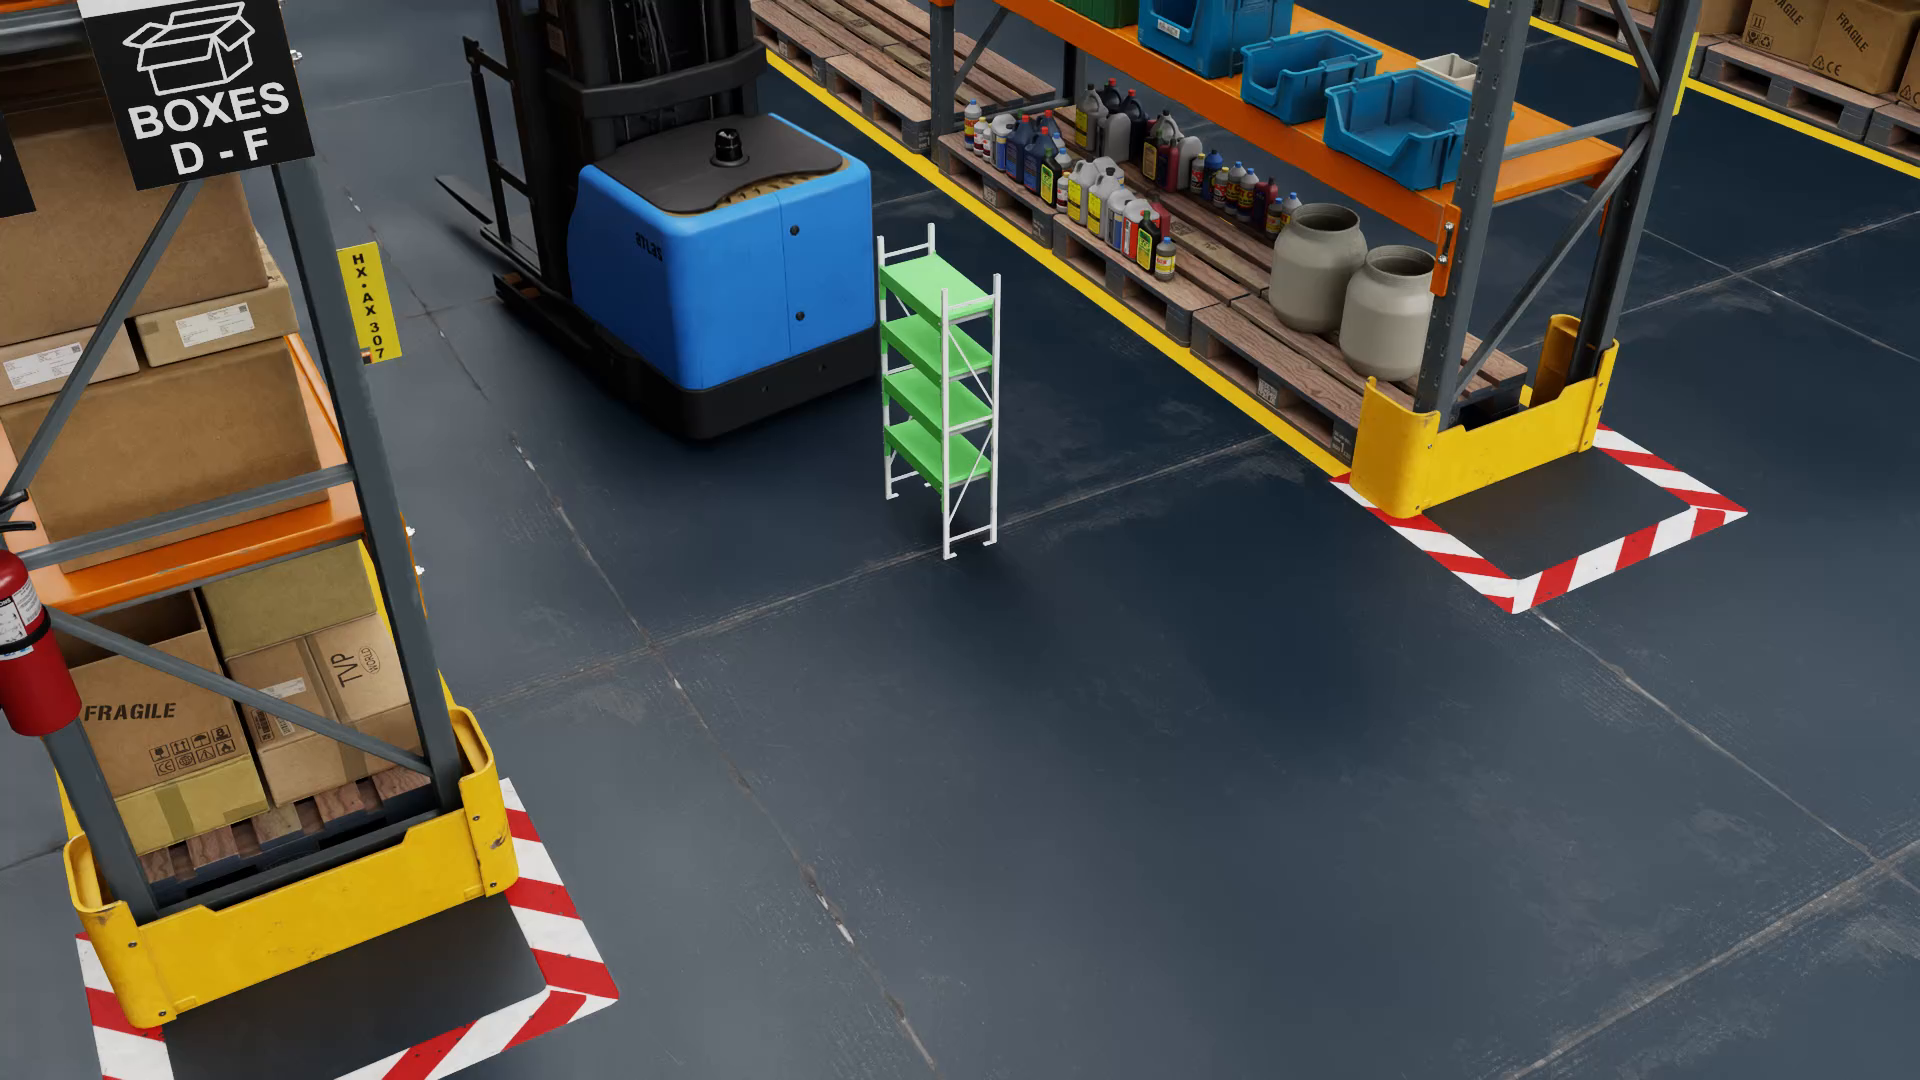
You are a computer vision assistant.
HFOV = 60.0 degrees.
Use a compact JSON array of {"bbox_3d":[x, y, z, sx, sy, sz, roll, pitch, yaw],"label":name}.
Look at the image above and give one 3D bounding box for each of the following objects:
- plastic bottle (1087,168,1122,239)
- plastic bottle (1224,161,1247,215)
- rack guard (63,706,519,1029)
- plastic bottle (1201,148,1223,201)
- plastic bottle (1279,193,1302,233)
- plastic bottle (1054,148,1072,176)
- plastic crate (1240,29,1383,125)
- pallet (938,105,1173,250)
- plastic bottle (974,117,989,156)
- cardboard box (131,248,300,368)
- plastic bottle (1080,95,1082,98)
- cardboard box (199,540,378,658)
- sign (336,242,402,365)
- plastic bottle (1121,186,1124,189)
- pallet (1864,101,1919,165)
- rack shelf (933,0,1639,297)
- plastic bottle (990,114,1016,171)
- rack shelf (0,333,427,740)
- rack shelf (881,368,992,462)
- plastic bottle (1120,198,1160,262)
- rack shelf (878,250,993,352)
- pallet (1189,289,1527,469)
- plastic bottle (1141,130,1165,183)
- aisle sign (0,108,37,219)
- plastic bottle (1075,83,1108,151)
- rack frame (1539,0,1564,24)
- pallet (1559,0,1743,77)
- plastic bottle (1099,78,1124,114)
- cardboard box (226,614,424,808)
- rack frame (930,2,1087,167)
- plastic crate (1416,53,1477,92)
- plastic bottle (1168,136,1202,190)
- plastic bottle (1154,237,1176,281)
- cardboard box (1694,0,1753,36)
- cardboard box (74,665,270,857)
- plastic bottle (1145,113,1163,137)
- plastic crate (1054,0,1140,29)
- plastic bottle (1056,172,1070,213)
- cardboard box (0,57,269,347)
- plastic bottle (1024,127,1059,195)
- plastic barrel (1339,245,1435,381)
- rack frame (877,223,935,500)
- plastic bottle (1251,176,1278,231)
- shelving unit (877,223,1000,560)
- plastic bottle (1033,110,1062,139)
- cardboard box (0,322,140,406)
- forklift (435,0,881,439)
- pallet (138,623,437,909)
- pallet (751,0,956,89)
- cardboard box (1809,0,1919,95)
[{"bbox_3d":[0.741,-1.726,8.443,0.144,0.351,0.185,-17,40,-22],"label":"plastic bottle"},{"bbox_3d":[1.438,-1.840,8.666,0.097,0.271,0.097,0,36,0],"label":"plastic bottle"},{"bbox_3d":[-1.970,0.967,5.003,1.175,0.500,0.348,-19,40,-24],"label":"rack guard"},{"bbox_3d":[1.336,-1.943,8.807,0.097,0.271,0.097,0,36,0],"label":"plastic bottle"},{"bbox_3d":[1.661,-1.614,8.357,0.097,0.271,0.097,0,36,0],"label":"plastic bottle"},{"bbox_3d":[0.540,-1.942,8.806,0.097,0.271,0.097,0,36,0],"label":"plastic bottle"},{"bbox_3d":[1.471,-1.960,7.017,0.499,0.251,0.408,-19,40,-24],"label":"plastic crate"},{"bbox_3d":[0.594,-2.080,9.419,1.003,0.211,1.213,-19,40,-24],"label":"pallet"},{"bbox_3d":[0.125,-2.264,9.306,0.097,0.201,0.097,0,36,0],"label":"plastic bottle"},{"bbox_3d":[-1.993,-0.621,4.423,0.380,0.149,0.250,-19,40,-24],"label":"cardboard box"},{"bbox_3d":[0.744,-2.516,9.651,0.097,0.201,0.097,0,36,0],"label":"plastic bottle"},{"bbox_3d":[-2.312,-0.011,5.561,0.500,0.500,0.500,-19,40,-24],"label":"cardboard box"},{"bbox_3d":[-1.500,-0.598,4.225,0.100,0.325,0.005,-19,40,-24],"label":"sign"},{"bbox_3d":[0.824,-1.724,8.567,0.097,0.201,0.097,0,36,0],"label":"plastic bottle"},{"bbox_3d":[6.169,-2.326,9.756,1.003,0.211,1.213,-19,40,-24],"label":"pallet"},{"bbox_3d":[1.297,-2.250,7.898,1.077,0.370,4.000,-19,40,-24],"label":"rack shelf"},{"bbox_3d":[0.260,-2.189,9.141,0.152,0.276,0.135,-17,40,-22],"label":"plastic bottle"},{"bbox_3d":[-2.987,-0.785,5.891,1.077,0.370,4.000,-19,40,-24],"label":"rack shelf"},{"bbox_3d":[-0.083,-0.517,6.549,0.258,0.148,0.480,-19,40,-24],"label":"rack shelf"},{"bbox_3d":[0.897,-1.542,8.254,0.152,0.276,0.135,-19,40,-24],"label":"plastic bottle"},{"bbox_3d":[-0.083,-0.905,6.266,0.258,0.148,0.480,-19,40,-24],"label":"rack shelf"},{"bbox_3d":[1.820,-0.836,7.715,1.003,0.211,1.213,-19,40,-24],"label":"pallet"},{"bbox_3d":[1.048,-2.092,9.002,0.061,0.283,0.133,-19,40,-24],"label":"plastic bottle"},{"bbox_3d":[-2.203,-0.984,3.350,0.394,0.787,0.004,-19,40,-24],"label":"aisle sign"},{"bbox_3d":[0.741,-2.383,9.342,0.144,0.351,0.185,-19,40,-24],"label":"plastic bottle"},{"bbox_3d":[4.575,-5.028,11.092,1.000,3.000,0.127,-19,40,-24],"label":"rack frame"},{"bbox_3d":[4.943,-3.570,11.460,1.003,0.211,1.213,-19,40,-24],"label":"pallet"},{"bbox_3d":[0.865,-2.426,9.401,0.144,0.351,0.185,-20,41,-25],"label":"plastic bottle"},{"bbox_3d":[-2.060,0.546,5.434,0.500,0.250,0.500,-19,40,-24],"label":"cardboard box"},{"bbox_3d":[0.293,-3.561,9.082,1.000,3.000,0.127,-19,40,-24],"label":"rack frame"},{"bbox_3d":[2.131,-1.966,7.122,0.298,0.136,0.250,-19,40,-24],"label":"plastic crate"},{"bbox_3d":[1.202,-2.049,8.948,0.152,0.276,0.135,-18,40,-23],"label":"plastic bottle"},{"bbox_3d":[1.000,-1.375,8.089,0.097,0.201,0.097,0,36,0],"label":"plastic bottle"},{"bbox_3d":[5.036,-3.683,11.013,0.500,0.500,0.500,-7,37,-9],"label":"cardboard box"},{"bbox_3d":[-2.507,0.700,5.224,0.500,0.250,0.500,-19,40,-24],"label":"cardboard box"},{"bbox_3d":[1.080,-2.230,9.190,0.061,0.283,0.133,-16,39,-21],"label":"plastic bottle"},{"bbox_3d":[0.730,-2.699,8.082,0.450,0.188,0.662,-19,40,-24],"label":"plastic crate"},{"bbox_3d":[0.556,-1.826,8.707,0.097,0.201,0.097,0,36,0],"label":"plastic bottle"},{"bbox_3d":[-2.233,-0.888,4.238,0.700,0.500,0.500,-19,40,-24],"label":"cardboard box"},{"bbox_3d":[0.434,-2.038,8.870,0.144,0.351,0.185,-21,41,-26],"label":"plastic bottle"},{"bbox_3d":[1.905,-0.999,7.328,0.421,0.512,0.421,0,36,0],"label":"plastic barrel"},{"bbox_3d":[-0.206,-0.693,6.682,0.240,1.200,0.015,-19,40,-24],"label":"rack frame"},{"bbox_3d":[1.563,-1.739,8.518,0.061,0.283,0.133,-18,40,-23],"label":"plastic bottle"},{"bbox_3d":[-0.083,-0.569,6.512,0.258,1.200,0.503,-19,40,-24],"label":"shelving unit"},{"bbox_3d":[0.464,-2.177,9.060,0.144,0.351,0.185,-19,40,-24],"label":"plastic bottle"},{"bbox_3d":[-2.339,-0.496,4.251,0.380,0.149,0.250,-20,40,-25],"label":"cardboard box"},{"bbox_3d":[-1.678,-2.430,7.592,1.130,2.935,3.031,-25,43,-30],"label":"forklift"},{"bbox_3d":[-2.403,0.693,5.622,1.003,0.211,1.213,-19,40,-24],"label":"pallet"},{"bbox_3d":[-0.753,-3.447,11.290,1.003,0.211,1.213,-19,40,-24],"label":"pallet"},{"bbox_3d":[5.657,-3.092,10.203,0.500,0.500,0.500,-15,39,-20],"label":"cardboard box"}]
